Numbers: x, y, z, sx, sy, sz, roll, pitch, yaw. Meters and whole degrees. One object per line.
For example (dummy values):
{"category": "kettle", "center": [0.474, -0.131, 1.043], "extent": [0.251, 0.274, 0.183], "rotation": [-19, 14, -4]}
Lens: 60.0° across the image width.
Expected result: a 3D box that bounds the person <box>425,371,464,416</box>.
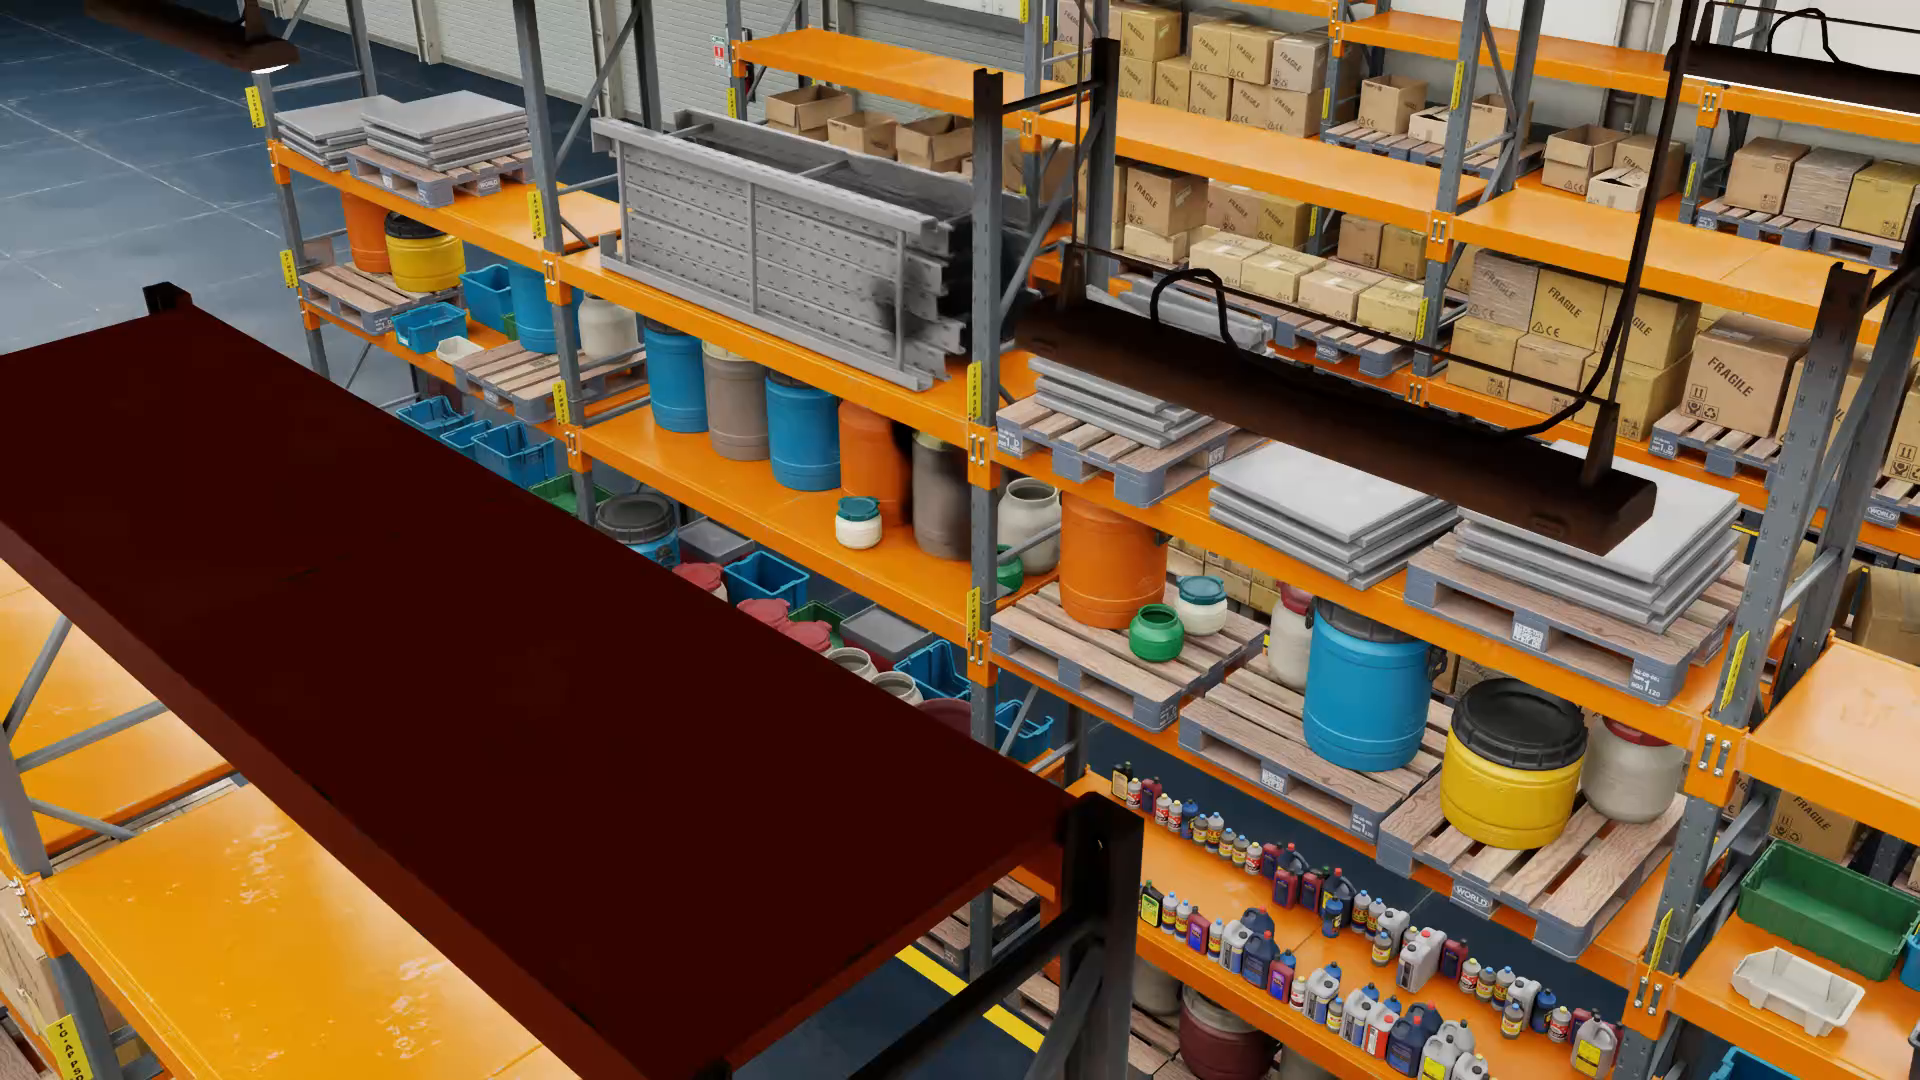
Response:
{"category": "person", "center": [-5.313, -1.375, 16.955], "extent": [0.617, 1.743, 0.768], "rotation": [11, 31, 19]}
